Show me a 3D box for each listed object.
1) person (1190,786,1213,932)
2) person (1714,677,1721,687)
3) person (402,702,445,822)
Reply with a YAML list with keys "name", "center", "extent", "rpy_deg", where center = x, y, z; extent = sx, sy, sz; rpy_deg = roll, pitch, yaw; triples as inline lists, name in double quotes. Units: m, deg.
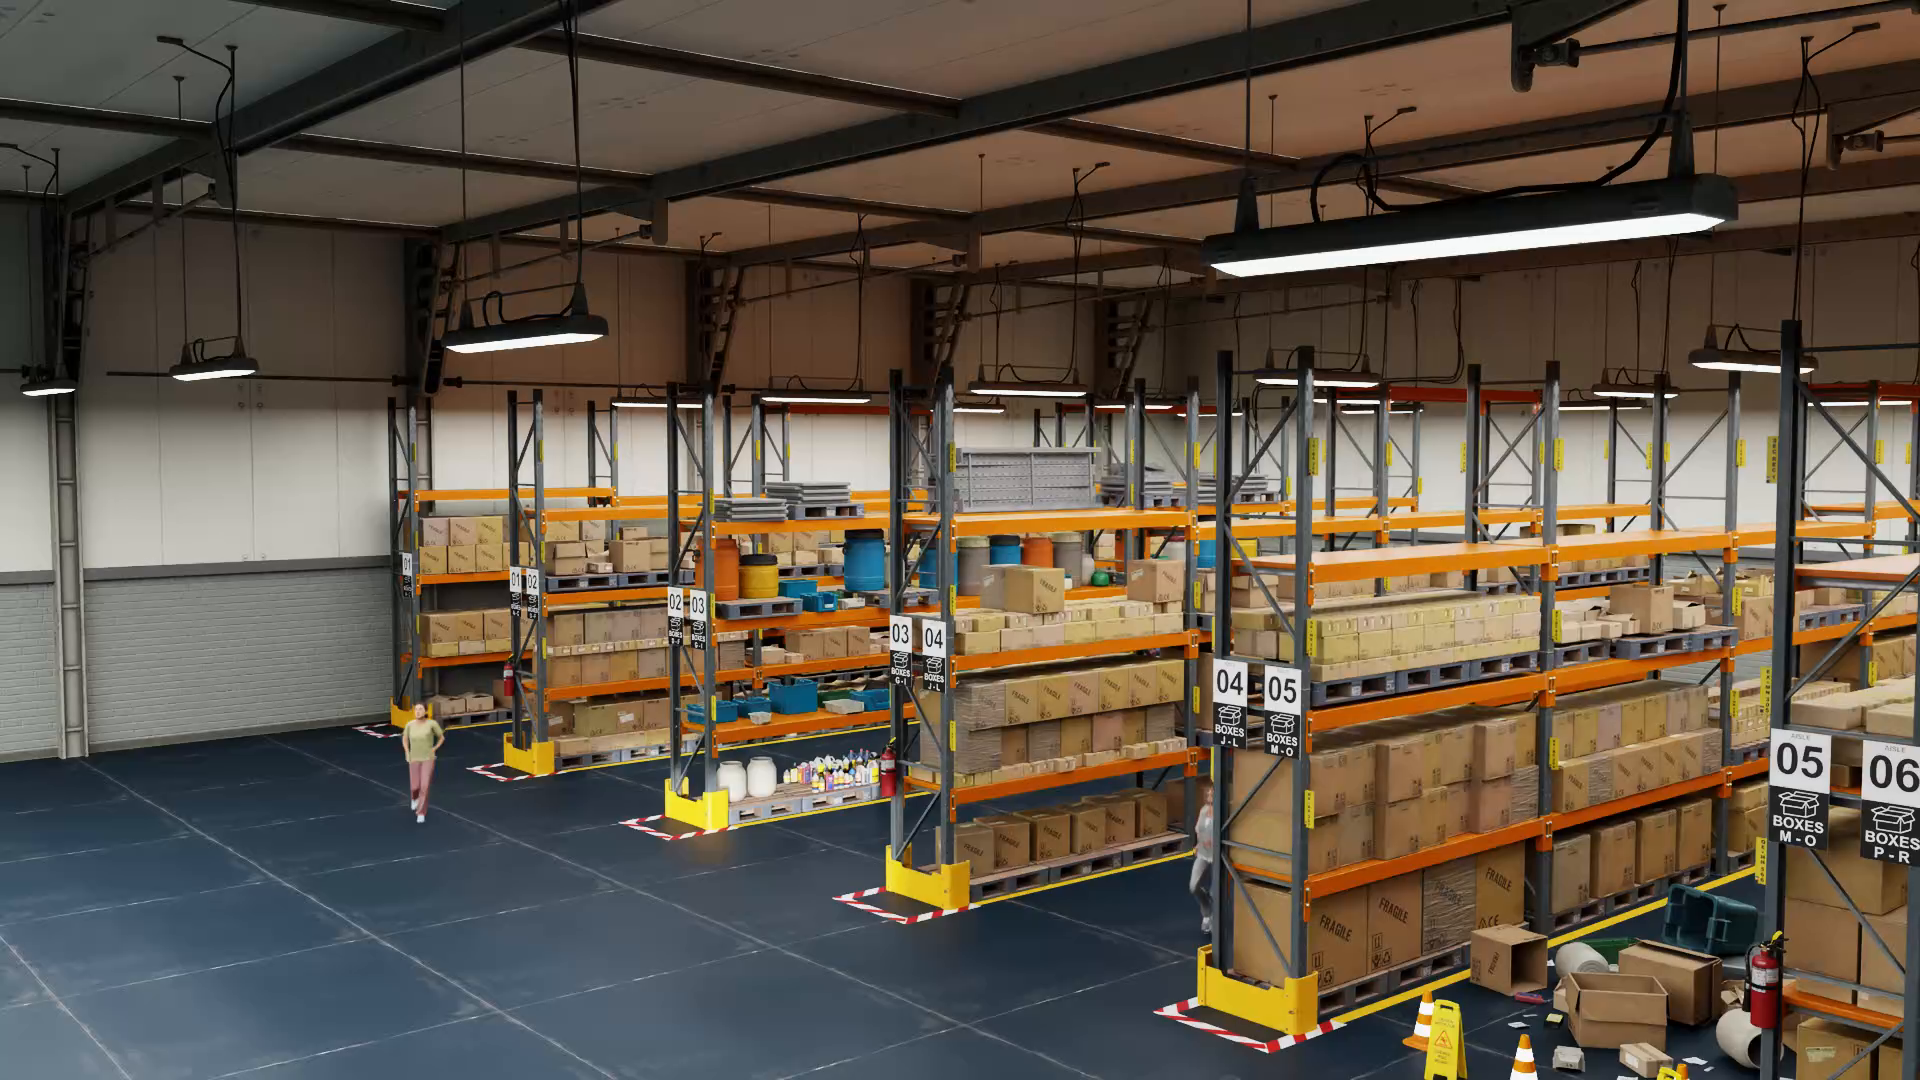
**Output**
- name: "person"
  center: [2.596, 3.349, 17.412]
  extent: [0.489, 1.569, 0.592]
  rpy_deg: [3, 4, 37]
- name: "person"
  center: [11.259, 2.878, 24.666]
  extent: [0.593, 1.692, 0.681]
  rpy_deg: [-3, 4, -37]
- name: "person"
  center: [-7.362, 3.024, 22.823]
  extent: [0.574, 1.639, 0.586]
  rpy_deg: [-1, 3, -10]
